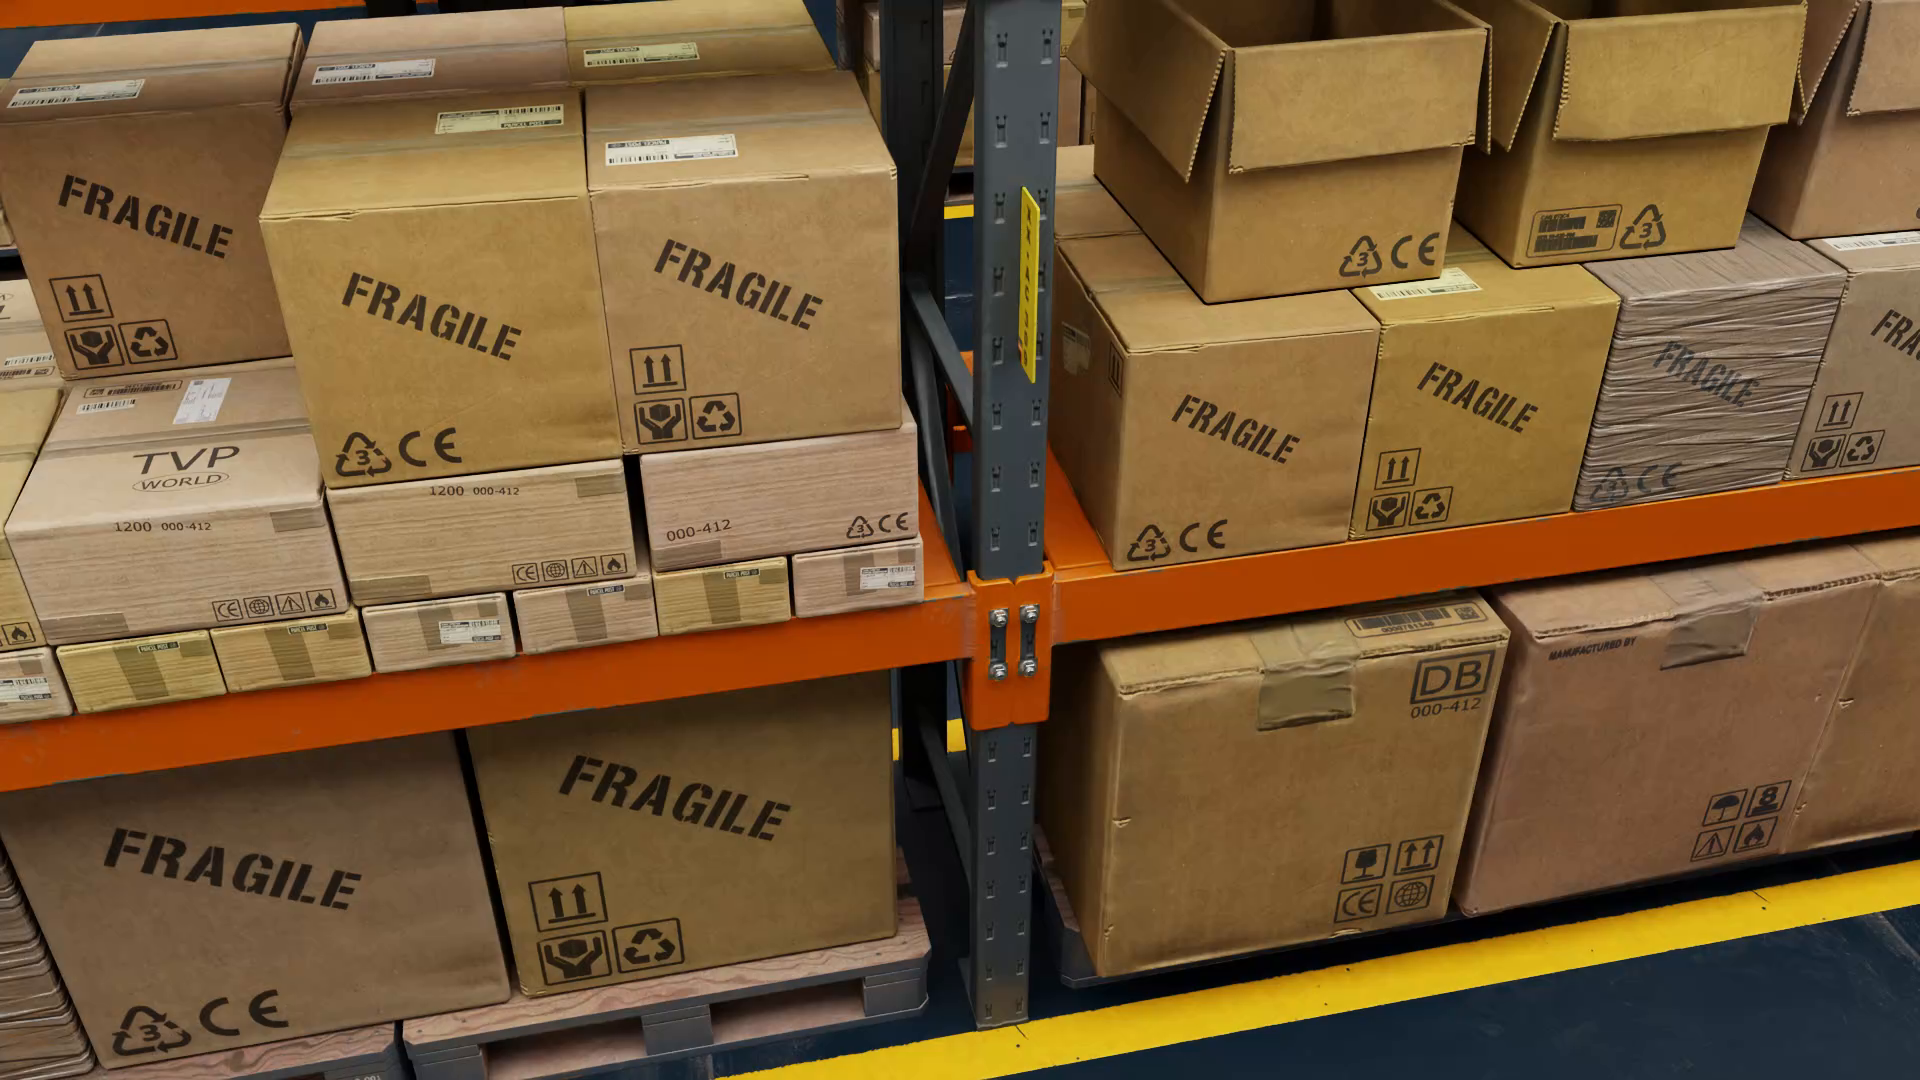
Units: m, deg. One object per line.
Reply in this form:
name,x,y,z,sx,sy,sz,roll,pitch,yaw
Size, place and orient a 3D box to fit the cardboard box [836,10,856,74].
cardboard box,-0.335,-2.416,8.525,0.500,0.500,0.500,-8,35,-11

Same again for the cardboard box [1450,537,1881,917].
cardboard box,1.485,0.164,4.343,0.875,0.875,1.225,-8,35,-12

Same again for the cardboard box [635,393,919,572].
cardboard box,-0.379,-0.208,3.236,0.500,0.250,0.500,-8,35,-11

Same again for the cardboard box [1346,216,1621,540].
cardboard box,0.988,-0.368,3.517,0.500,0.500,0.500,-7,35,-10

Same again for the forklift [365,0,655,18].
forklift,-1.724,-1.375,5.168,3.031,2.935,1.130,4,34,6

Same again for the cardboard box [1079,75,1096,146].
cardboard box,0.801,-2.273,8.311,0.500,0.500,0.500,-7,34,-10

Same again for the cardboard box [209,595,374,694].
cardboard box,-1.235,0.103,3.131,0.250,0.149,0.380,-7,34,-10

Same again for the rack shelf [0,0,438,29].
rack shelf,-2.952,-2.508,7.440,4.000,0.370,1.077,-7,35,-11

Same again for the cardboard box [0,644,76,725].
cardboard box,-1.733,0.165,3.038,0.250,0.149,0.380,-7,34,-10

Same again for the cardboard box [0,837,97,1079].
cardboard box,-2.413,0.622,3.662,0.875,0.875,0.875,-7,35,-11

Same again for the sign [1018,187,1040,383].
sign,0.118,-0.435,2.858,0.005,0.325,0.100,-7,35,-11

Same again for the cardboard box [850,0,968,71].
cardboard box,-0.223,-2.447,7.898,0.500,0.250,0.500,-9,35,-13

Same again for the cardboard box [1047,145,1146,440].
cardboard box,0.390,-0.591,3.850,0.500,0.500,0.500,-7,35,-10

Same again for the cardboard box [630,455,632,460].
cardboard box,-0.881,-0.319,3.759,0.250,0.149,0.380,-6,34,-9

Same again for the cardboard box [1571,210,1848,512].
cardboard box,1.476,-0.430,3.609,0.500,0.500,0.500,-8,35,-12

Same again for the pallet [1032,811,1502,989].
pallet,0.730,0.678,4.550,1.213,0.211,1.003,-7,35,-11

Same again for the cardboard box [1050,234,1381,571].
cardboard box,0.498,-0.306,3.425,0.500,0.500,0.500,-7,35,-10

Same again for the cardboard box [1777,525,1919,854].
cardboard box,2.347,0.051,4.512,0.875,0.875,1.225,-7,35,-10

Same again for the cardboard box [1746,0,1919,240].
cardboard box,1.890,-1.048,3.630,0.637,0.503,0.797,-6,34,-9

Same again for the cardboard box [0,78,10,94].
cardboard box,-4.443,-2.001,7.687,0.250,0.149,0.380,-7,34,-10

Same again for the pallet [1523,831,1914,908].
pallet,1.922,0.526,4.776,1.213,0.211,1.003,-7,35,-11

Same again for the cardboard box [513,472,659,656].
cardboard box,-0.733,0.039,3.225,0.250,0.149,0.380,-8,35,-11

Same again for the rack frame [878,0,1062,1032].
rack frame,-0.006,-0.344,3.571,0.127,3.000,1.000,-7,35,-11

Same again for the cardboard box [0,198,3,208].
cardboard box,-4.335,-1.599,7.356,0.250,0.149,0.380,-6,34,-9

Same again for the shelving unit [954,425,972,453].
shelving unit,0.371,-0.600,5.298,1.083,1.500,0.587,-6,34,-9

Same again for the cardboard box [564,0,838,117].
cardboard box,-0.530,-0.797,3.440,0.500,0.500,0.500,-7,35,-11

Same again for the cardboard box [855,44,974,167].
cardboard box,-0.222,-2.135,8.106,0.500,0.500,0.500,-6,34,-9

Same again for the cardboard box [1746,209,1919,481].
cardboard box,1.979,-0.496,3.708,0.500,0.500,0.500,-7,34,-10

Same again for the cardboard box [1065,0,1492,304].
cardboard box,0.615,-0.885,3.387,0.637,0.503,0.797,-8,35,-12

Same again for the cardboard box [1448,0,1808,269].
cardboard box,1.287,-0.963,3.503,0.637,0.503,0.797,-7,34,-10

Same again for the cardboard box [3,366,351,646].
cardboard box,-1.381,-0.080,3.046,0.500,0.250,0.500,-7,34,-10

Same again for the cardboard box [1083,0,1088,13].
cardboard box,0.795,-2.574,8.088,0.500,0.250,0.500,-6,34,-9

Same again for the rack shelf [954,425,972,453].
rack shelf,0.380,-0.452,5.400,1.000,0.185,0.538,-6,34,-9

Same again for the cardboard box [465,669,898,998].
cardboard box,-0.667,0.402,3.990,0.875,0.875,0.875,-7,35,-11

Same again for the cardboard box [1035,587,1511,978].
cardboard box,0.614,0.274,4.179,0.875,0.875,1.225,-7,35,-10

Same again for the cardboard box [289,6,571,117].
cardboard box,-1.012,-0.740,3.356,0.500,0.500,0.500,-7,35,-11

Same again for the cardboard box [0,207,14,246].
cardboard box,-4.322,-1.441,7.388,0.250,0.149,0.380,-7,34,-10

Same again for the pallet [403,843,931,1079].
pallet,-0.765,0.865,4.272,1.213,0.211,1.003,-7,35,-11

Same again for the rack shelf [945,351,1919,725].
rack shelf,1.945,-0.291,4.137,4.000,0.370,1.077,-7,35,-11

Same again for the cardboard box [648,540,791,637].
cardboard box,-0.483,0.008,3.272,0.250,0.149,0.380,-7,34,-10

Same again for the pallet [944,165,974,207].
pallet,-0.243,-1.991,8.527,1.213,0.211,1.003,-7,35,-11

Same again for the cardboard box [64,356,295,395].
cardboard box,-1.512,-0.365,3.469,0.500,0.250,0.500,-6,34,-9

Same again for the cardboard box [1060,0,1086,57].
cardboard box,0.296,-2.514,7.998,0.500,0.250,0.500,-6,34,-9

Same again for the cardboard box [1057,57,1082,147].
cardboard box,0.293,-2.201,8.205,0.500,0.500,0.500,-6,34,-8

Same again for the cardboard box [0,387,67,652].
cardboard box,-1.876,-0.020,2.956,0.500,0.250,0.500,-8,35,-11

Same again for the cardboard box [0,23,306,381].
cardboard box,-1.518,-0.674,3.257,0.500,0.500,0.500,-8,35,-12

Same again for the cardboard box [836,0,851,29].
cardboard box,-0.331,-2.729,8.318,0.500,0.250,0.500,-8,35,-12

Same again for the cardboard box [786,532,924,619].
cardboard box,-0.231,-0.024,3.319,0.250,0.149,0.380,-7,34,-10

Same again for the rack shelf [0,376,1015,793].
rack shelf,-1.957,0.201,3.405,4.000,0.370,1.077,-7,35,-11

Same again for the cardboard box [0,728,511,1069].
cardboard box,-1.545,0.512,3.825,0.875,0.875,0.875,-7,35,-11

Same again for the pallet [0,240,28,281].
pallet,-4.029,-1.492,7.785,1.213,0.211,1.003,-7,35,-11

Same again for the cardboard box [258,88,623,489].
cardboard box,-0.885,-0.455,2.931,0.500,0.500,0.500,-7,34,-10

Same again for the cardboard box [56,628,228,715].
cardboard box,-1.485,0.134,3.084,0.250,0.149,0.380,-8,35,-11

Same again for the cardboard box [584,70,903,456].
cardboard box,-0.395,-0.515,3.020,0.500,0.500,0.500,-6,34,-9

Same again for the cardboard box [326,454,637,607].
cardboard box,-0.883,-0.143,3.139,0.500,0.250,0.500,-6,34,-9

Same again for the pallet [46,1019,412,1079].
pallet,-1.957,1.017,4.045,1.213,0.211,1.003,-7,35,-11

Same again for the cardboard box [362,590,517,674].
cardboard box,-0.984,0.071,3.178,0.250,0.149,0.380,-7,34,-10

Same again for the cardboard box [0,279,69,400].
cardboard box,-1.995,-0.308,3.385,0.500,0.250,0.500,-7,35,-10
